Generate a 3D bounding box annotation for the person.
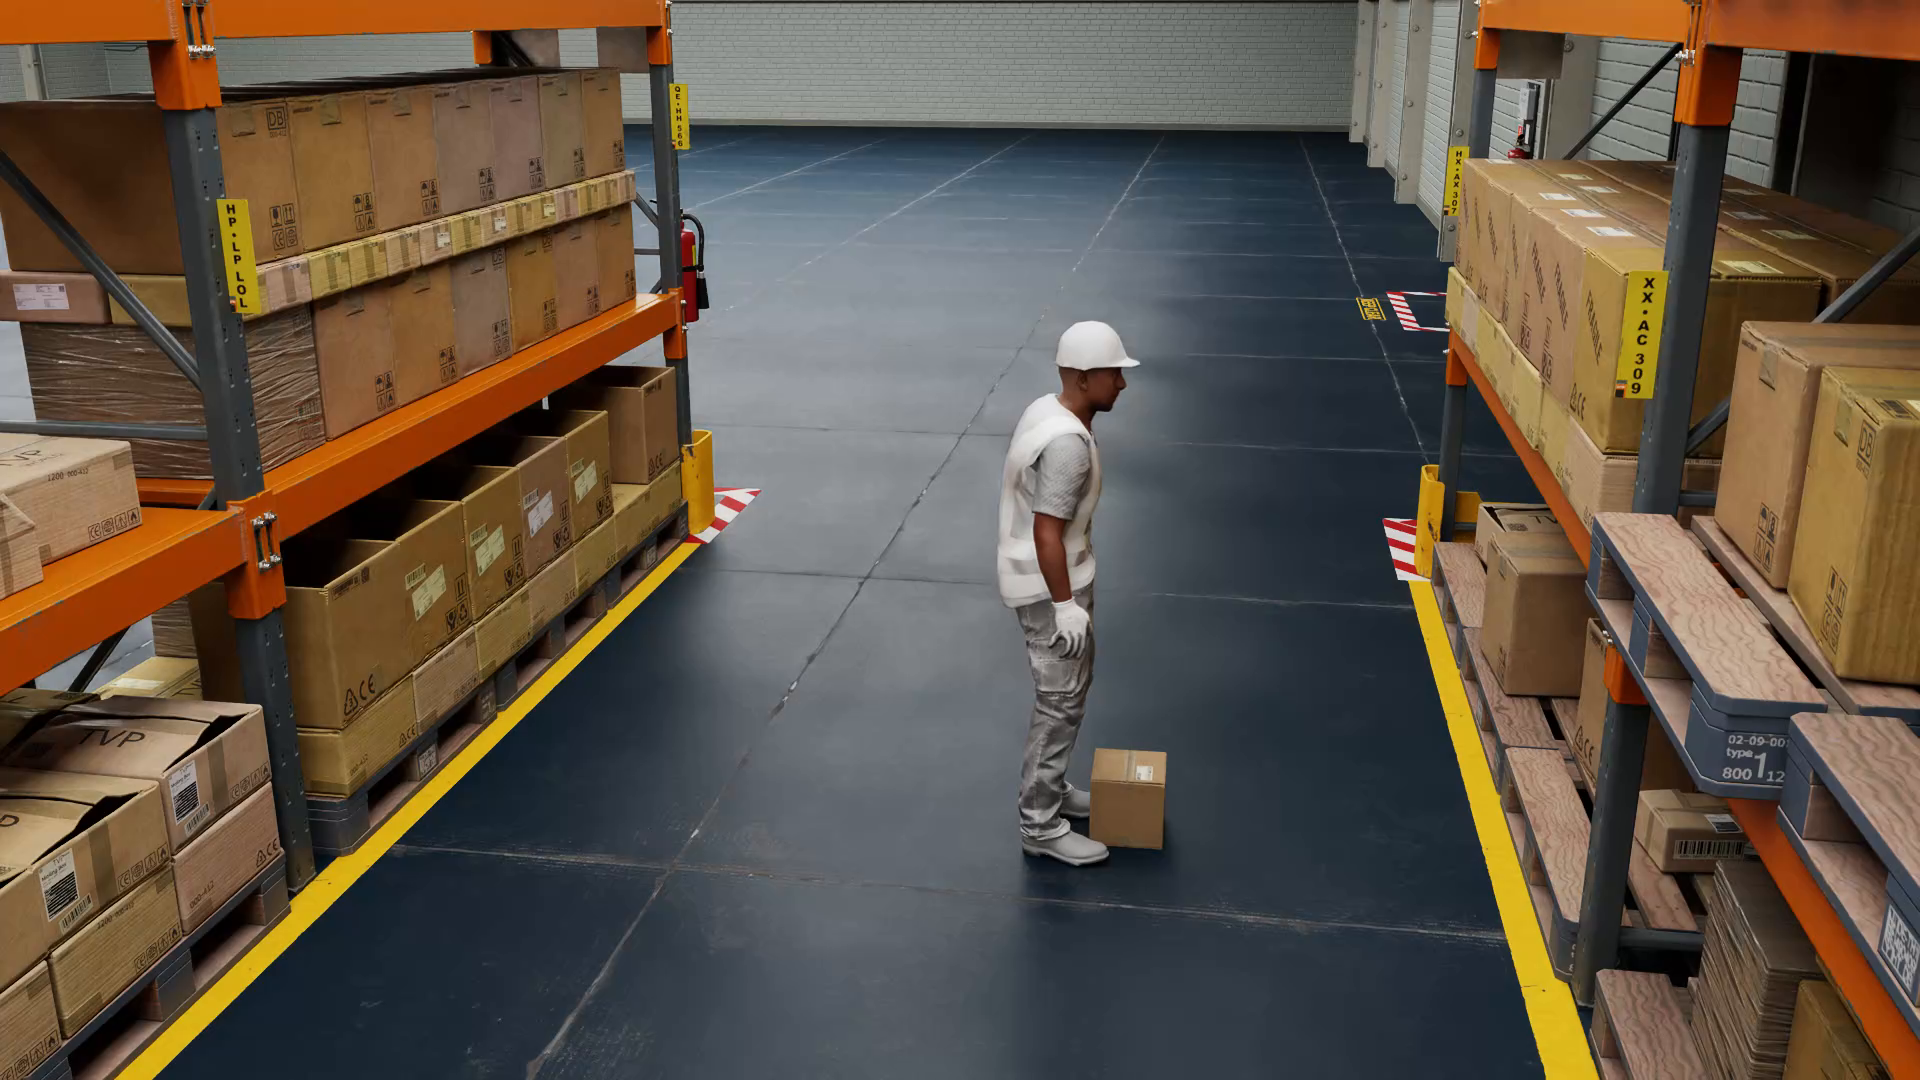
[{"bbox_3d":[0.350,0.157,5.543,0.451,1.773,0.625,2,18,5],"label":"person"}]
